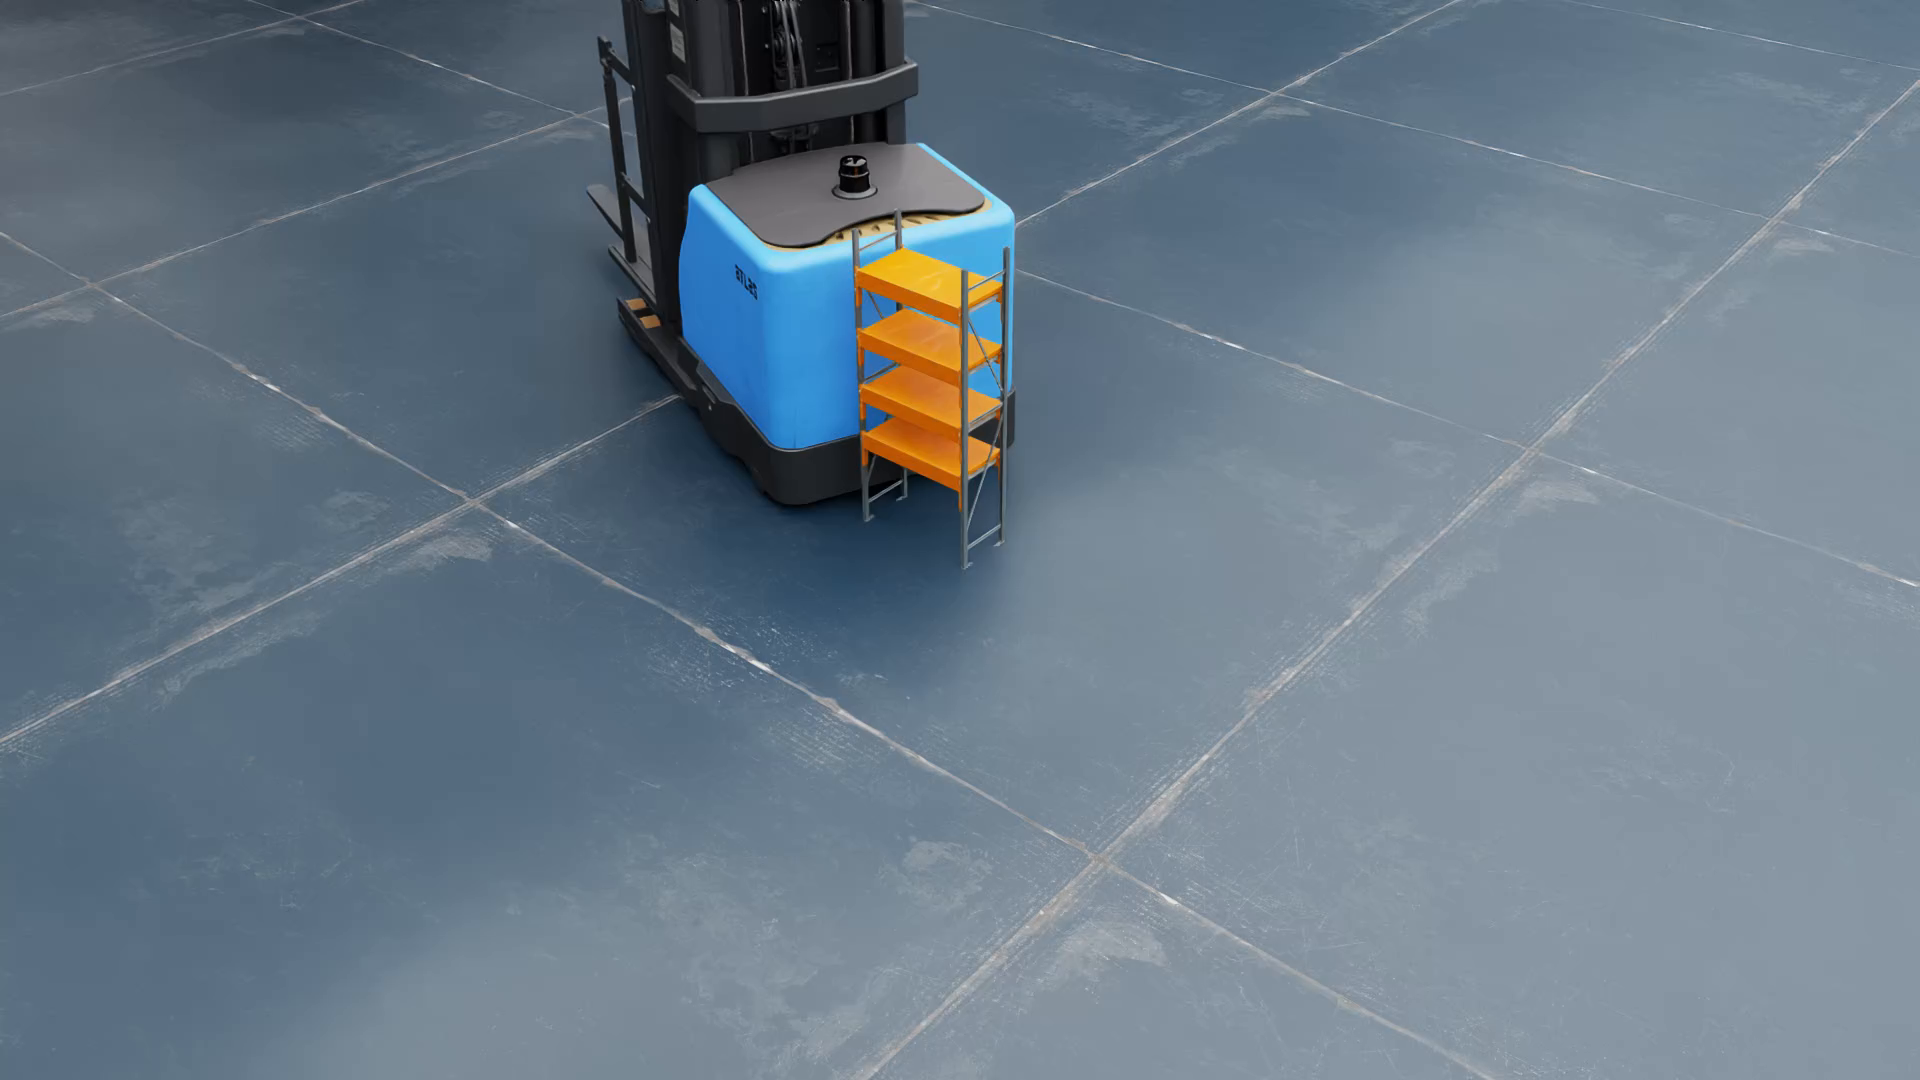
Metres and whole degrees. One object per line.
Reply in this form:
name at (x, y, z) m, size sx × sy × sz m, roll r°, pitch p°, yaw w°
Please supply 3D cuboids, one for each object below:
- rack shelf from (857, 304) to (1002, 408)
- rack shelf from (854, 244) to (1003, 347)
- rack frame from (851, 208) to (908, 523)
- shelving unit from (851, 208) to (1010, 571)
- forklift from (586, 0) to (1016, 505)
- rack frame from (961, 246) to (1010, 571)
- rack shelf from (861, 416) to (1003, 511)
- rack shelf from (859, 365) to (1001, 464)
rack shelf at (-0.101, -0.653, 5.865) m, size 0.480 × 0.148 × 0.258 m, roll 25°, pitch 42°, yaw 32°
rack shelf at (-0.101, -0.848, 5.731) m, size 0.480 × 0.148 × 0.258 m, roll 25°, pitch 42°, yaw 32°
rack frame at (-0.288, -0.613, 6.083) m, size 0.015 × 1.200 × 0.240 m, roll 25°, pitch 42°, yaw 32°
shelving unit at (-0.101, -0.524, 5.954) m, size 0.503 × 1.200 × 0.258 m, roll 25°, pitch 42°, yaw 32°
forklift at (-0.908, -2.157, 6.801) m, size 1.130 × 2.935 × 3.031 m, roll -16°, pitch 38°, yaw -22°
rack frame at (0.085, -0.435, 5.824) m, size 0.015 × 1.200 × 0.240 m, roll 25°, pitch 42°, yaw 32°
rack shelf at (-0.101, -0.305, 6.104) m, size 0.480 × 0.148 × 0.258 m, roll 25°, pitch 42°, yaw 32°
rack shelf at (-0.101, -0.469, 5.992) m, size 0.480 × 0.148 × 0.258 m, roll 25°, pitch 42°, yaw 32°
